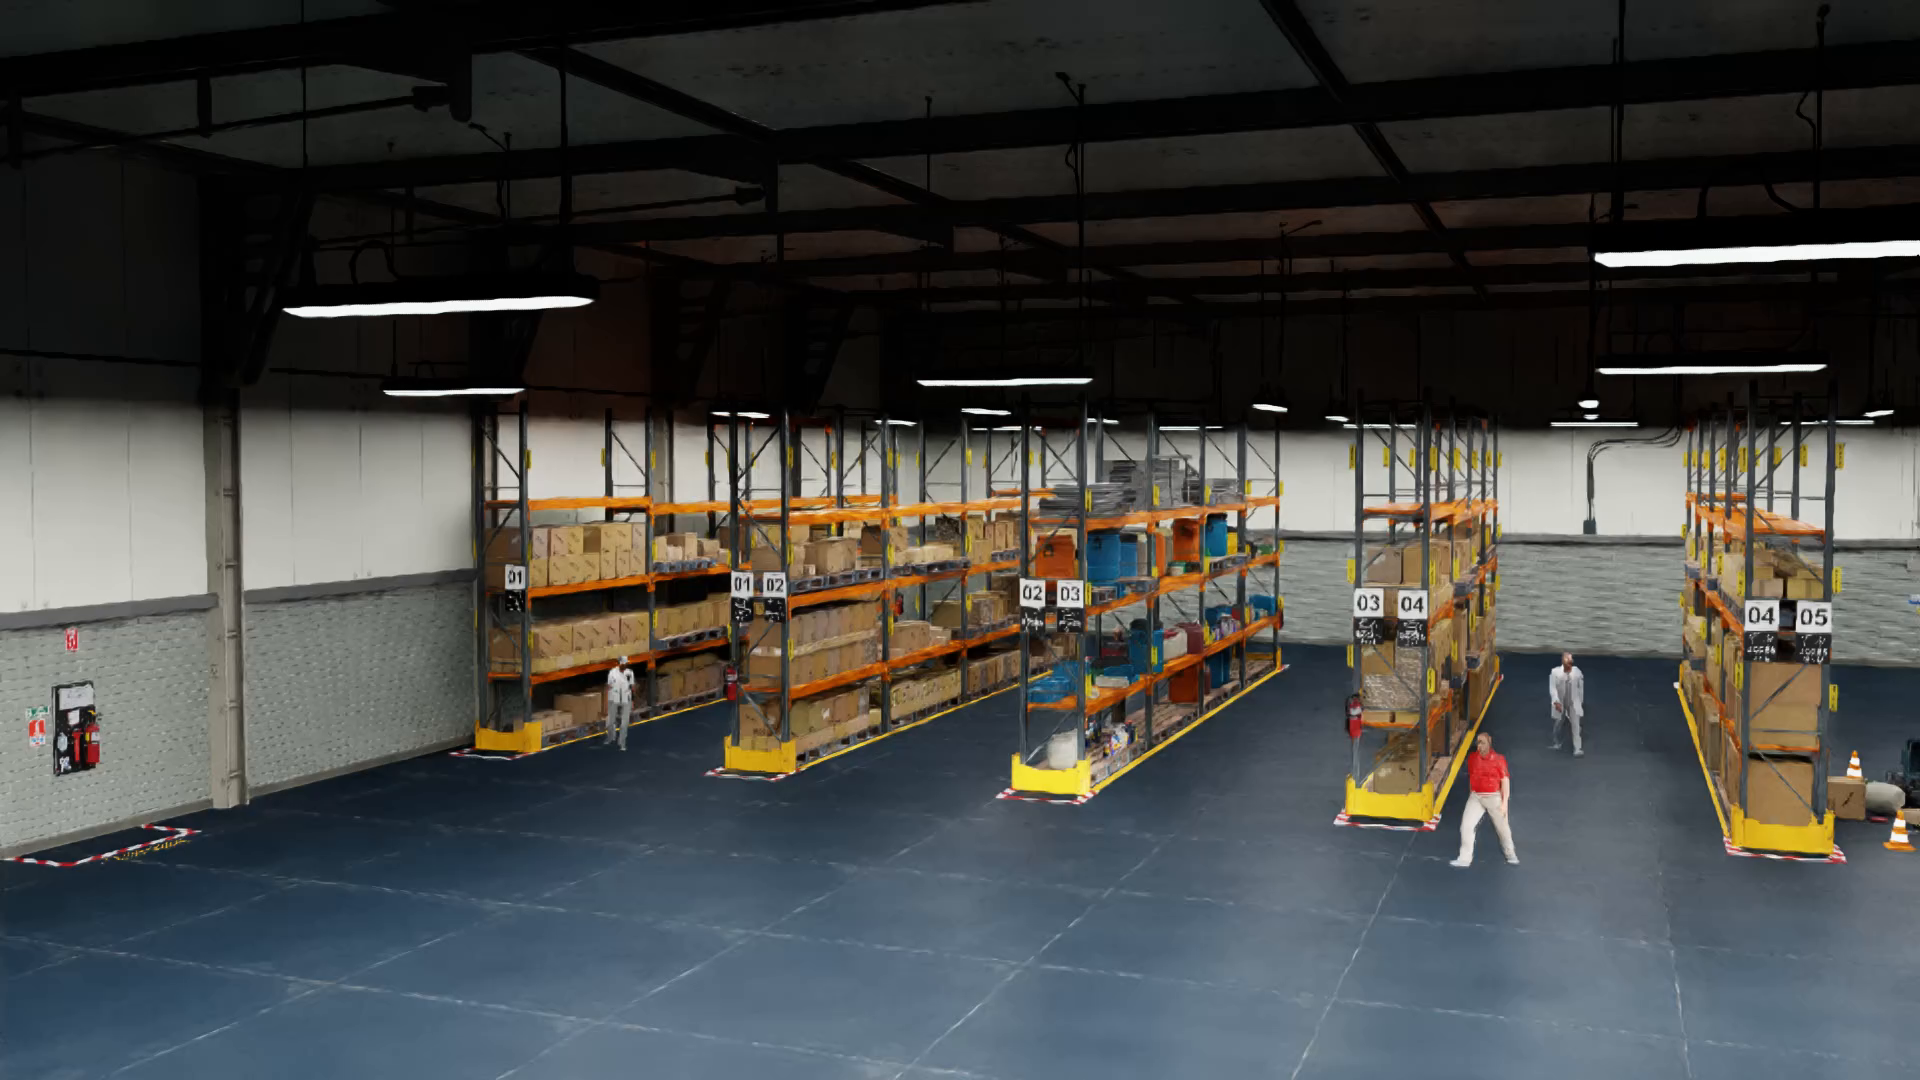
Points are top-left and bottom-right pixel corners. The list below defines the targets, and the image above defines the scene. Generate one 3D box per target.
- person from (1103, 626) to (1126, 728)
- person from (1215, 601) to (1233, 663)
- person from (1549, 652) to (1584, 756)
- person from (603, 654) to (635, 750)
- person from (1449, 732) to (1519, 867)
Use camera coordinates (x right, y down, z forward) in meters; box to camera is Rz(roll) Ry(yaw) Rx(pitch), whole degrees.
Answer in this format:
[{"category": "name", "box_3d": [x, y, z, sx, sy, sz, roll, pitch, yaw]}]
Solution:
[{"category": "person", "box_3d": [2.794, 2.459, 29.808, 0.432, 1.828, 0.629, 2, 3, 31]}, {"category": "person", "box_3d": [6.096, 2.258, 39.287, 0.650, 1.663, 0.691, -1, 3, -19]}, {"category": "person", "box_3d": [10.273, 2.804, 28.187, 0.580, 1.616, 1.103, 1, 3, 13]}, {"category": "person", "box_3d": [-5.882, 2.785, 28.673, 0.550, 1.653, 0.576, -1, 3, -16]}, {"category": "person", "box_3d": [6.461, 3.174, 20.390, 0.586, 1.673, 0.980, 3, 4, 44]}]
